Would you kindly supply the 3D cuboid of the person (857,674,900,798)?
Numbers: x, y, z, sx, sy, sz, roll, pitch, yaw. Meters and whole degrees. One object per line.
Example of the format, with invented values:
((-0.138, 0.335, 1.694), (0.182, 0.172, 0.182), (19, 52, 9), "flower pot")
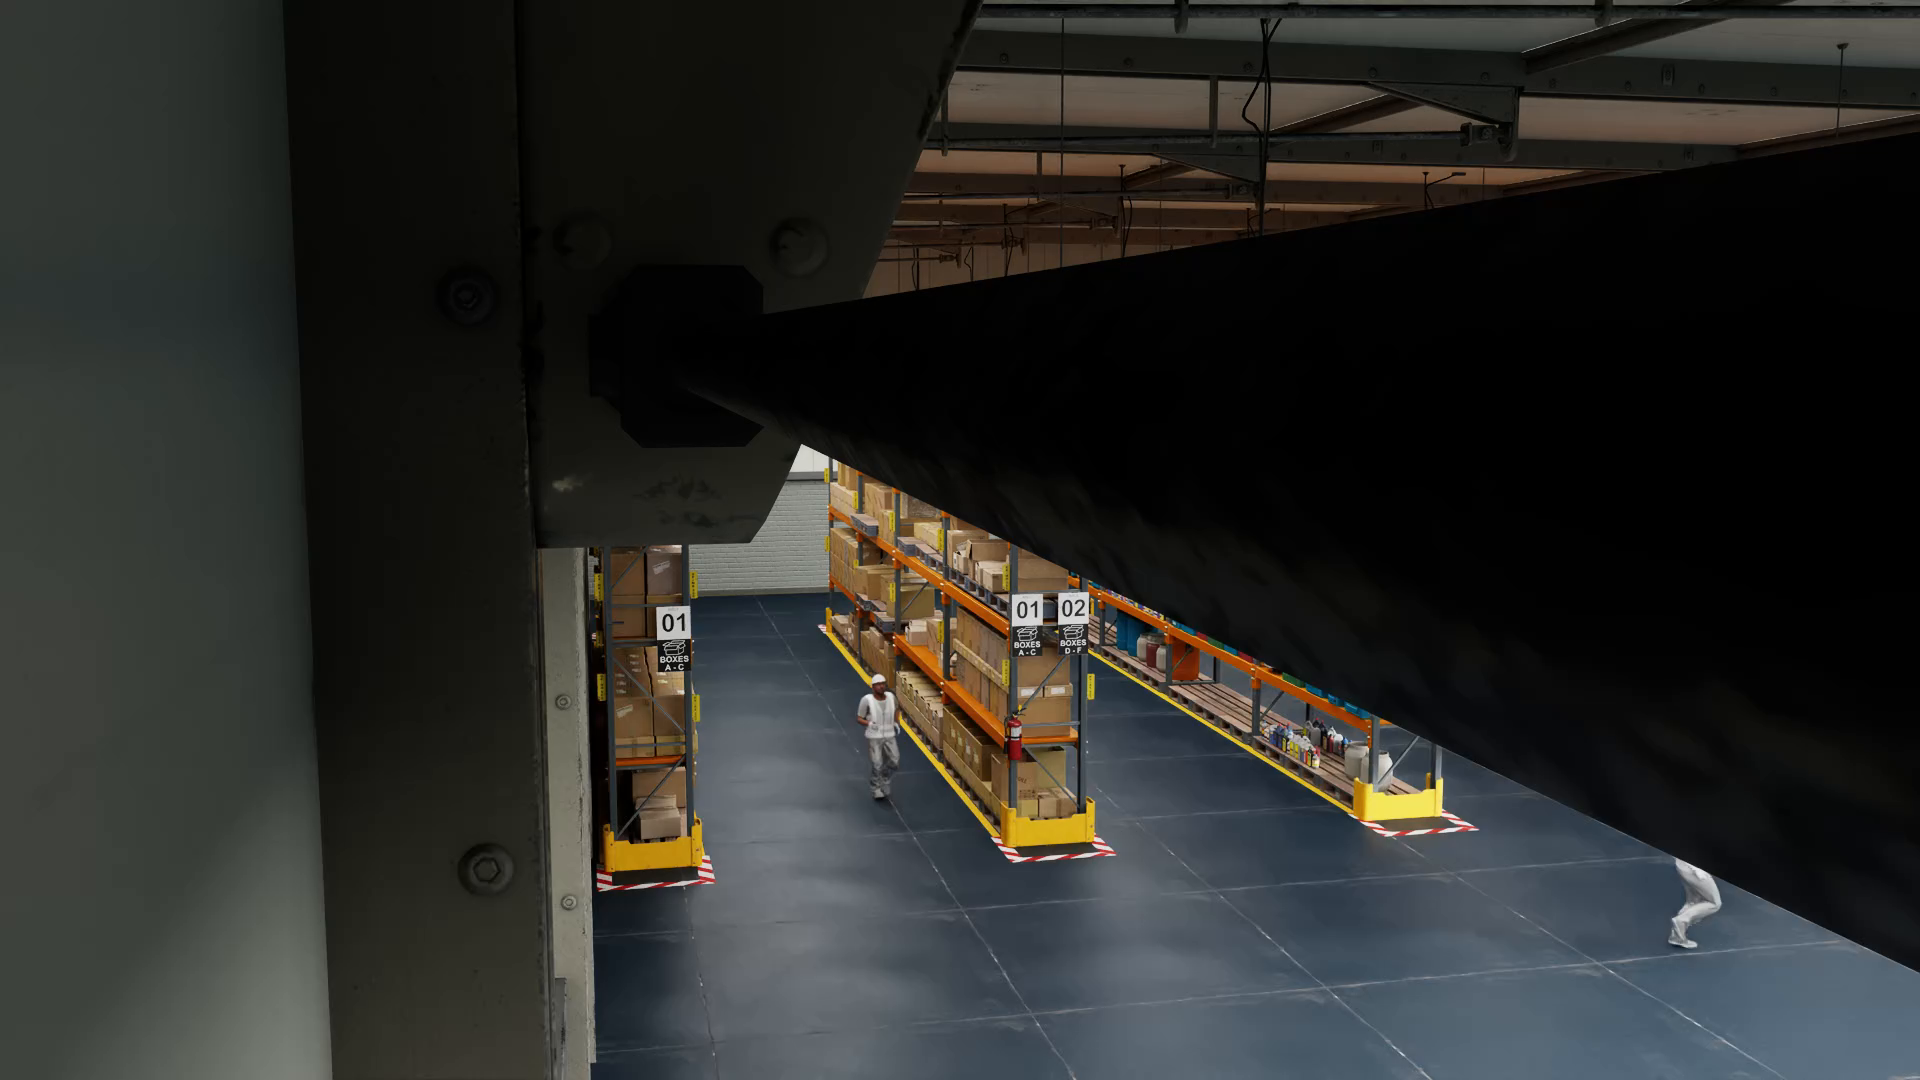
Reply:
((-1.071, 2.727, 22.983), (0.667, 1.737, 0.605), (-3, 7, -22), "person")

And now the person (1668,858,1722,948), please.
((7.716, 3.454, 17.381), (0.535, 1.659, 0.605), (1, 7, 7), "person")
